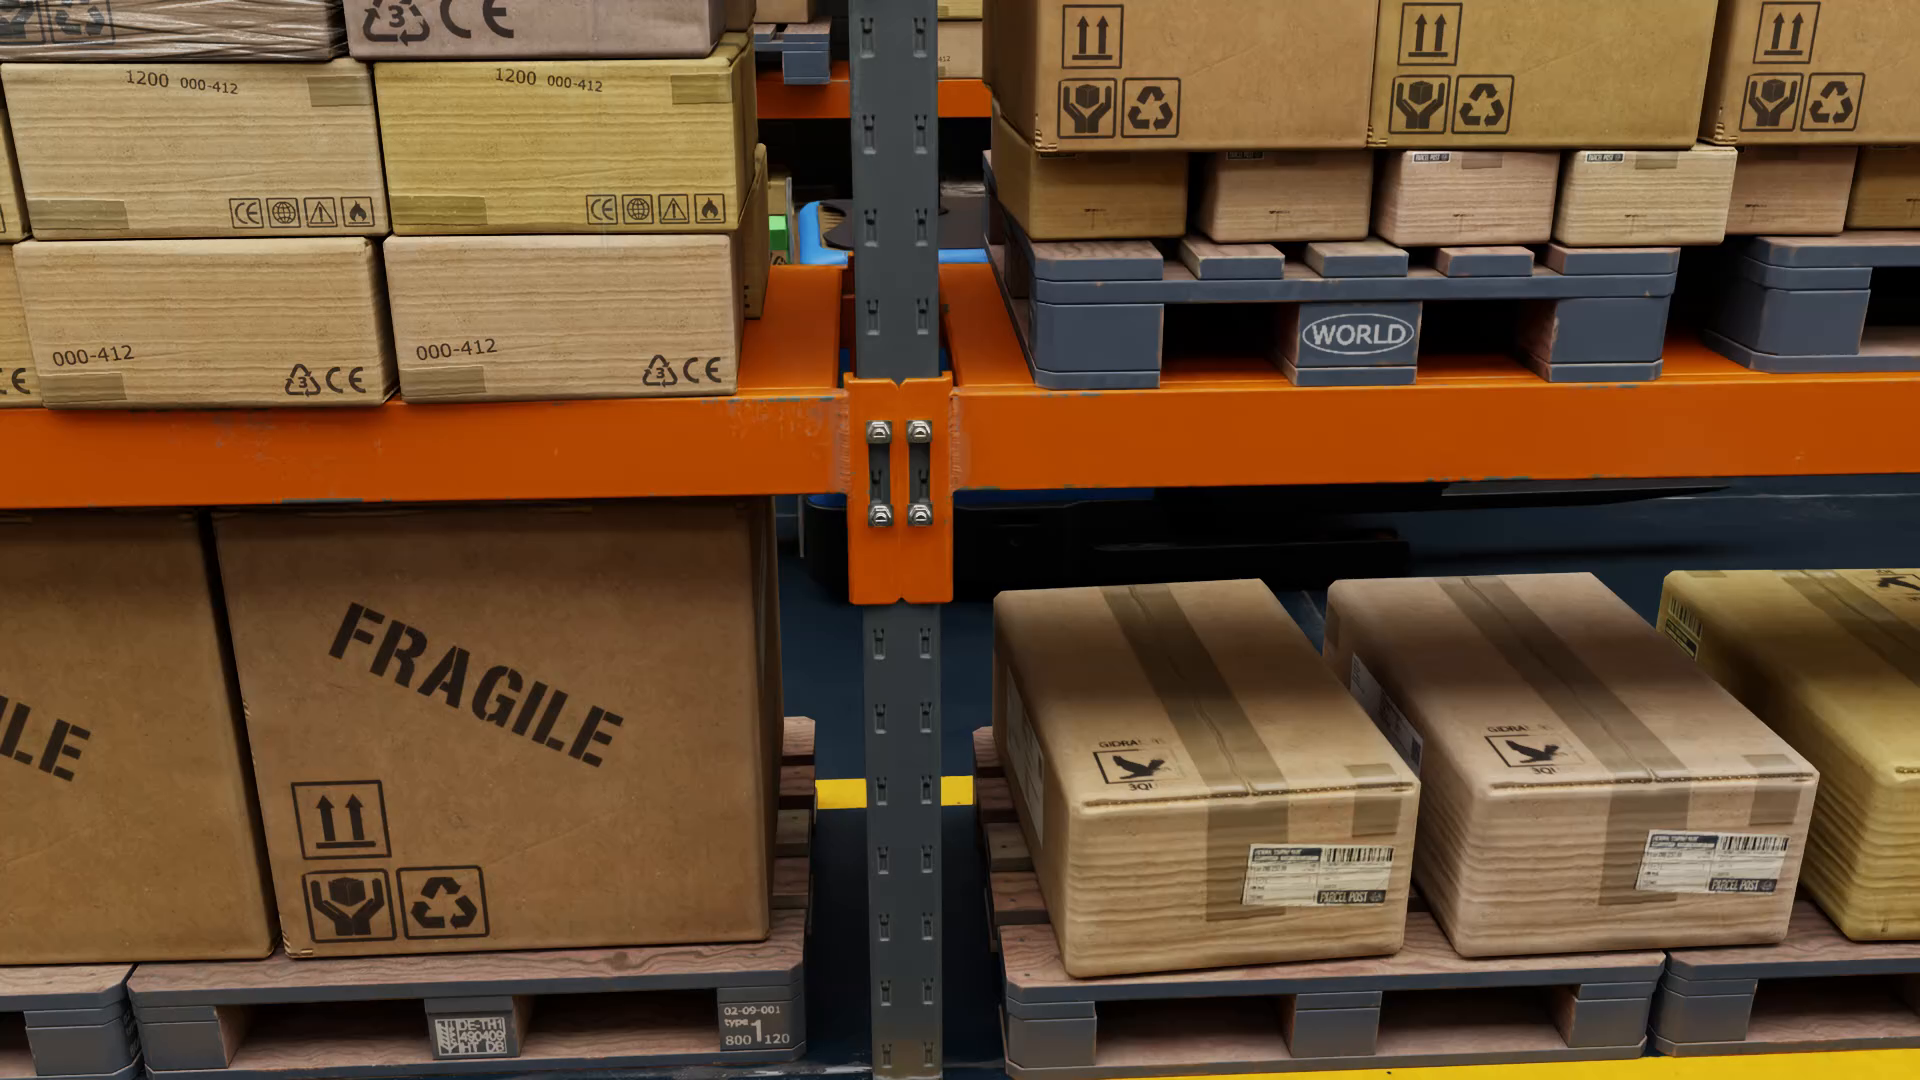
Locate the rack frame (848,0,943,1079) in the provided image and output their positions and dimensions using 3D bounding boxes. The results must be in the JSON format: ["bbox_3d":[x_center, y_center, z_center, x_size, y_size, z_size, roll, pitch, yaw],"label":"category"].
[{"bbox_3d":[-0.123,-0.588,2.951,0.127,3.000,1.000,-1,21,-3],"label":"rack frame"}]

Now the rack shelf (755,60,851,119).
[{"bbox_3d":[-2.407,-1.975,7.603,4.000,0.370,1.077,-1,21,-3],"label":"rack shelf"}]

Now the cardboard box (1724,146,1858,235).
[{"bbox_3d":[1.284,-0.622,2.801,0.250,0.149,0.380,0,21,0],"label":"cardboard box"}]

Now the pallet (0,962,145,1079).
[{"bbox_3d":[-2.130,0.728,3.413,1.213,0.211,1.003,-1,21,-3],"label":"pallet"}]

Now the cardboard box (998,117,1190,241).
[{"bbox_3d":[0.212,-0.608,2.765,0.250,0.149,0.380,-2,21,-6],"label":"cardboard box"}]

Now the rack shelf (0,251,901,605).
[{"bbox_3d":[-2.120,-0.212,2.972,4.000,0.370,1.077,-1,21,-3],"label":"rack shelf"}]

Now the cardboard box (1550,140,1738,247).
[{"bbox_3d":[1.048,-0.589,2.715,0.250,0.149,0.380,-1,21,-3],"label":"cardboard box"}]

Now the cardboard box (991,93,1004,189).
[{"bbox_3d":[0.191,-0.757,3.158,0.250,0.149,0.380,0,21,-1],"label":"cardboard box"}]

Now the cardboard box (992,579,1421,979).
[{"bbox_3d":[0.442,0.435,3.364,0.625,0.372,0.950,-3,21,-7],"label":"cardboard box"}]

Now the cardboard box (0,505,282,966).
[{"bbox_3d":[-1.708,0.209,3.251,0.875,0.875,0.875,-1,21,-2],"label":"cardboard box"}]

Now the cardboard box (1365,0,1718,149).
[{"bbox_3d":[0.859,-0.910,2.648,0.500,0.500,0.500,0,21,0],"label":"cardboard box"}]

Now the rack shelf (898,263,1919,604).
[{"bbox_3d":[1.874,-0.293,3.185,4.000,0.370,1.077,-1,21,-3],"label":"rack shelf"}]

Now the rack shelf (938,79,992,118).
[{"bbox_3d":[1.587,-2.056,7.817,4.000,0.370,1.077,-1,21,-3],"label":"rack shelf"}]

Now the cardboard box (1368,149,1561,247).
[{"bbox_3d":[0.772,-0.591,2.720,0.250,0.149,0.380,-3,21,-7],"label":"cardboard box"}]

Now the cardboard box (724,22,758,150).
[{"bbox_3d":[-0.643,-0.829,3.092,0.500,0.250,0.500,-1,21,-3],"label":"cardboard box"}]

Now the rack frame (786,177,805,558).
[{"bbox_3d":[-0.530,-0.544,5.362,0.015,1.200,0.240,-2,21,-5],"label":"rack frame"}]

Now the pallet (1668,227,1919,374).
[{"bbox_3d":[1.851,-0.554,3.129,1.213,0.211,1.003,-1,21,-3],"label":"pallet"}]

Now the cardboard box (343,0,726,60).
[{"bbox_3d":[-0.624,-0.999,2.483,0.500,0.500,0.500,-2,21,-5],"label":"cardboard box"}]

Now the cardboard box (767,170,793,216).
[{"bbox_3d":[-0.889,-1.583,7.574,0.250,0.149,0.380,-2,21,-6],"label":"cardboard box"}]

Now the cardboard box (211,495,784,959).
[{"bbox_3d":[-0.817,0.193,3.295,0.875,0.875,0.875,-1,21,-4],"label":"cardboard box"}]

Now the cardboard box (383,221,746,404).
[{"bbox_3d":[-0.613,-0.416,2.708,0.500,0.250,0.500,-2,21,-5],"label":"cardboard box"}]

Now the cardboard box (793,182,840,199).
[{"bbox_3d":[-0.847,-1.471,8.191,0.500,0.500,0.500,0,21,-1],"label":"cardboard box"}]

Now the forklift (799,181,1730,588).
[{"bbox_3d":[0.993,-1.404,5.190,3.031,2.935,1.130,-2,21,-5],"label":"forklift"}]

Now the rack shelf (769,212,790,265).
[{"bbox_3d":[-0.773,-0.924,5.192,0.480,0.148,0.258,-2,21,-5],"label":"rack shelf"}]

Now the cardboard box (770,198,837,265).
[{"bbox_3d":[-0.820,-1.295,7.729,0.500,0.500,0.500,-1,21,-1],"label":"cardboard box"}]

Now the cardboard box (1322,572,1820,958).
[{"bbox_3d":[1.178,0.418,3.411,0.625,0.372,0.950,-2,21,-4],"label":"cardboard box"}]

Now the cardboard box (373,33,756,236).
[{"bbox_3d":[-0.592,-0.652,2.626,0.500,0.250,0.500,-1,21,-3],"label":"cardboard box"}]

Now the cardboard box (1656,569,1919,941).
[{"bbox_3d":[1.935,0.404,3.446,0.625,0.372,0.950,0,21,-1],"label":"cardboard box"}]

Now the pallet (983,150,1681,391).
[{"bbox_3d":[0.582,-0.551,3.122,1.003,0.211,1.213,-1,21,-3],"label":"pallet"}]

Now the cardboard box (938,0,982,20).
[{"bbox_3d":[0.048,-2.428,7.292,0.500,0.250,0.500,-1,21,-3],"label":"cardboard box"}]

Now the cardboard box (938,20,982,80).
[{"bbox_3d":[0.047,-2.204,7.404,0.500,0.250,0.500,-1,21,-3],"label":"cardboard box"}]

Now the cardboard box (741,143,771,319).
[{"bbox_3d":[-0.626,-0.598,3.186,0.500,0.250,0.500,-2,21,-4],"label":"cardboard box"}]

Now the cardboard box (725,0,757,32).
[{"bbox_3d":[-0.629,-1.179,2.957,0.500,0.500,0.500,-2,21,-5],"label":"cardboard box"}]

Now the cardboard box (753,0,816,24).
[{"bbox_3d":[-0.933,-2.640,7.608,0.500,0.500,0.500,0,21,-1],"label":"cardboard box"}]

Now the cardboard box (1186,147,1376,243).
[{"bbox_3d":[0.496,-0.602,2.748,0.250,0.149,0.380,-2,21,-6],"label":"cardboard box"}]

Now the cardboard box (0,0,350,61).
[{"bbox_3d":[-1.136,-0.986,2.448,0.500,0.500,0.500,-1,21,-2],"label":"cardboard box"}]

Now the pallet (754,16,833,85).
[{"bbox_3d":[-1.083,-2.223,7.514,1.003,0.211,1.213,-1,21,-3],"label":"pallet"}]

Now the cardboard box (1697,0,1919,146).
[{"bbox_3d":[1.389,-0.924,2.682,0.500,0.500,0.500,-1,21,-2],"label":"cardboard box"}]

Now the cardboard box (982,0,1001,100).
[{"bbox_3d":[0.315,-1.078,3.089,0.500,0.500,0.500,-2,21,-5],"label":"cardboard box"}]

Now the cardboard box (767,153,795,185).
[{"bbox_3d":[-0.949,-1.783,8.099,0.250,0.149,0.380,0,21,0],"label":"cardboard box"}]

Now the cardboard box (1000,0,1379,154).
[{"bbox_3d":[0.339,-0.897,2.613,0.500,0.500,0.500,-2,21,-5],"label":"cardboard box"}]

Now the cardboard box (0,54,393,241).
[{"bbox_3d":[-1.104,-0.640,2.595,0.500,0.250,0.500,-2,21,-4],"label":"cardboard box"}]

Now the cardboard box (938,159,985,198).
[{"bbox_3d":[0.213,-1.446,7.950,0.625,0.625,0.875,-1,21,-1],"label":"cardboard box"}]

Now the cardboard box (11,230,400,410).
[{"bbox_3d":[-1.122,-0.400,2.666,0.500,0.250,0.500,-1,21,-2],"label":"cardboard box"}]

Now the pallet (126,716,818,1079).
[{"bbox_3d":[-0.914,0.704,3.475,1.213,0.211,1.003,-1,21,-3],"label":"pallet"}]

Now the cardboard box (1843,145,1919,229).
[{"bbox_3d":[1.564,-0.641,2.852,0.250,0.149,0.380,0,21,-1],"label":"cardboard box"}]

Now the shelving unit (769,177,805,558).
[{"bbox_3d":[-0.773,-0.535,5.340,0.503,1.200,0.258,-2,21,-5],"label":"shelving unit"}]

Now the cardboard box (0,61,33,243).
[{"bbox_3d":[-1.614,-0.622,2.548,0.500,0.250,0.500,-2,21,-4],"label":"cardboard box"}]

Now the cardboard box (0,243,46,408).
[{"bbox_3d":[-1.626,-0.395,2.654,0.500,0.250,0.500,-1,21,-4],"label":"cardboard box"}]

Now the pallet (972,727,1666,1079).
[{"bbox_3d":[0.657,0.699,3.487,1.213,0.211,1.003,-1,21,-3],"label":"pallet"}]

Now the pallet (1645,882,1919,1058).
[{"bbox_3d":[1.872,0.676,3.549,1.213,0.211,1.003,-1,21,-3],"label":"pallet"}]
